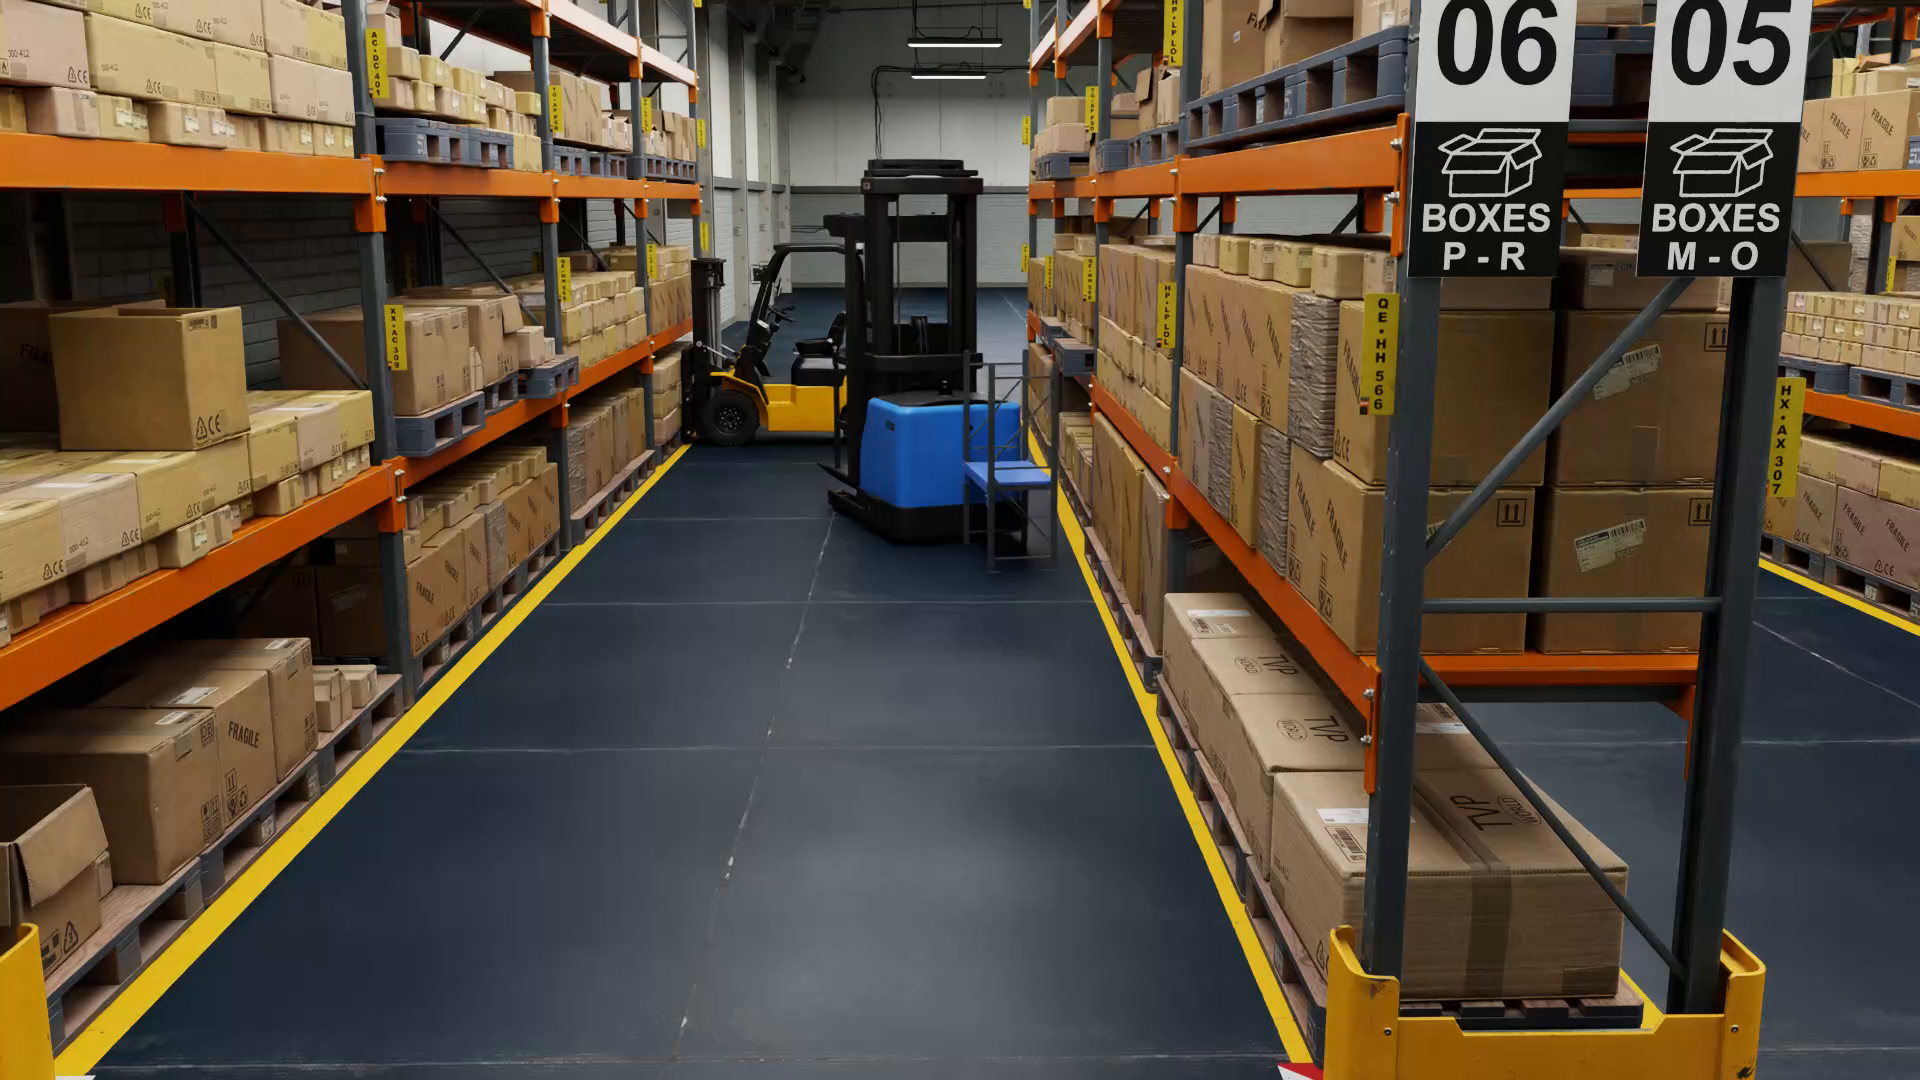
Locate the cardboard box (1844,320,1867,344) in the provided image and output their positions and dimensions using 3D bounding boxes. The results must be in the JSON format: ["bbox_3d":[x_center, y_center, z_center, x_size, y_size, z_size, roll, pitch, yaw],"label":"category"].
[{"bbox_3d":[6.283,-1.418,11.330,0.380,0.149,0.250,0,11,-1],"label":"cardboard box"}]

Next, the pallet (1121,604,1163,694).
[{"bbox_3d":[1.496,0.606,9.541,1.003,0.211,1.213,0,11,-1],"label":"pallet"}]

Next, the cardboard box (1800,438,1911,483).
[{"bbox_3d":[6.234,-0.553,11.583,0.500,0.250,0.500,0,11,-2],"label":"cardboard box"}]

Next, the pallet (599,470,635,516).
[{"bbox_3d":[-3.458,-0.421,14.602,1.003,0.211,1.213,0,11,-1],"label":"pallet"}]

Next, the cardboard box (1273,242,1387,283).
[{"bbox_3d":[1.394,-1.046,6.271,0.380,0.149,0.250,0,11,1],"label":"cardboard box"}]

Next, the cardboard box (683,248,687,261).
[{"bbox_3d":[-3.290,-3.212,18.717,0.380,0.149,0.250,0,11,0],"label":"cardboard box"}]

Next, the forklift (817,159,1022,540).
[{"bbox_3d":[-0.496,-1.687,14.005,1.130,2.935,3.031,-4,12,-20],"label":"forklift"}]

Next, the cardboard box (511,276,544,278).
[{"bbox_3d":[-3.785,-2.269,14.818,0.380,0.149,0.250,0,11,-1],"label":"cardboard box"}]

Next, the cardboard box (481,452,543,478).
[{"bbox_3d":[-3.158,-0.529,11.721,0.380,0.149,0.250,-1,11,-4],"label":"cardboard box"}]

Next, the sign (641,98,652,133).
[{"bbox_3d":[-2.998,-4.059,15.884,0.100,0.325,0.005,0,11,-1],"label":"sign"}]

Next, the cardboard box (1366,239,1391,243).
[{"bbox_3d":[1.875,-1.150,6.787,0.380,0.149,0.250,0,11,-2],"label":"cardboard box"}]

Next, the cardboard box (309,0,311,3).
[{"bbox_3d":[-3.489,-2.650,8.566,0.396,0.266,0.258,0,11,-1],"label":"cardboard box"}]

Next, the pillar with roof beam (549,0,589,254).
[{"bbox_3d":[-0.206,-5.788,18.954,9.100,9.000,0.400,0,11,-1],"label":"pillar with roof beam"}]

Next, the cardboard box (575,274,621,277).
[{"bbox_3d":[-3.336,-2.377,15.346,0.380,0.149,0.250,0,11,-1],"label":"cardboard box"}]

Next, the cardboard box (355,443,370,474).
[{"bbox_3d":[-3.116,-0.401,8.123,0.380,0.149,0.250,0,11,0],"label":"cardboard box"}]

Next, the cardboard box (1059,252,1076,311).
[{"bbox_3d":[1.152,-2.306,14.826,0.500,0.500,0.500,0,11,-1],"label":"cardboard box"}]

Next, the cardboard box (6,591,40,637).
[{"bbox_3d":[-3.077,0.215,5.087,0.380,0.149,0.250,0,11,0],"label":"cardboard box"}]

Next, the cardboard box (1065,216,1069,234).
[{"bbox_3d":[1.571,-3.476,19.136,0.700,0.500,0.500,0,11,-1],"label":"cardboard box"}]

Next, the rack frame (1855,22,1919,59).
[{"bbox_3d":[11.247,-5.974,19.872,1.000,3.000,0.127,0,11,-1],"label":"rack frame"}]

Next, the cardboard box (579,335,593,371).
[{"bbox_3d":[-3.228,-1.497,13.272,0.500,0.250,0.500,0,11,-2],"label":"cardboard box"}]

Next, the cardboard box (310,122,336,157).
[{"bbox_3d":[-3.071,-1.814,7.546,0.380,0.149,0.250,0,11,-1],"label":"cardboard box"}]

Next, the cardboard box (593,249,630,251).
[{"bbox_3d":[-3.827,-3.109,18.210,0.380,0.149,0.250,0,11,-1],"label":"cardboard box"}]

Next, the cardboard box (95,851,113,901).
[{"bbox_3d":[-3.181,1.193,5.746,0.380,0.149,0.250,-1,11,-3],"label":"cardboard box"}]

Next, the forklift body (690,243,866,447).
[{"bbox_3d":[-1.760,-2.186,18.427,2.313,2.155,1.214,0,11,-1],"label":"forklift body"}]

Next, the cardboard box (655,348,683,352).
[{"bbox_3d":[-3.265,-2.028,18.856,0.500,0.250,0.500,0,11,0],"label":"cardboard box"}]

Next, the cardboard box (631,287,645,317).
[{"bbox_3d":[-3.275,-2.252,15.733,0.500,0.250,0.500,0,11,-2],"label":"cardboard box"}]

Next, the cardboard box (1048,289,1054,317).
[{"bbox_3d":[1.164,-2.480,16.739,0.500,0.500,0.500,-1,11,-3],"label":"cardboard box"}]

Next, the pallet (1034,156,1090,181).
[{"bbox_3d":[1.328,-3.453,15.462,1.213,0.211,1.003,0,11,-1],"label":"pallet"}]

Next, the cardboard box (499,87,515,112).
[{"bbox_3d":[-3.199,-2.947,11.122,0.380,0.149,0.250,-1,11,-3],"label":"cardboard box"}]

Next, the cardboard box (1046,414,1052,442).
[{"bbox_3d":[1.141,-1.173,17.154,0.500,0.250,0.500,0,11,1],"label":"cardboard box"}]

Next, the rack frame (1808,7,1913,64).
[{"bbox_3d":[6.451,-4.383,12.032,1.000,3.000,0.127,0,11,-1],"label":"rack frame"}]

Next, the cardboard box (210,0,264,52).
[{"bbox_3d":[-3.103,-2.073,6.559,0.500,0.250,0.500,0,11,0],"label":"cardboard box"}]

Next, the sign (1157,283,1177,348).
[{"bbox_3d":[1.045,-1.132,8.382,0.100,0.325,0.005,0,11,-1],"label":"sign"}]

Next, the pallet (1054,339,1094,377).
[{"bbox_3d":[1.383,-1.450,13.144,1.213,0.211,1.003,0,11,-1],"label":"pallet"}]

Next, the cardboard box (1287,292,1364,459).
[{"bbox_3d":[1.382,-0.550,5.460,0.500,0.500,0.500,0,11,-1],"label":"cardboard box"}]

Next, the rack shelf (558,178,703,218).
[{"bbox_3d":[-3.582,-3.692,17.977,1.077,0.370,4.000,0,11,-1],"label":"rack shelf"}]

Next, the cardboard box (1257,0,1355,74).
[{"bbox_3d":[1.647,-2.115,6.829,0.797,0.503,0.637,1,11,3],"label":"cardboard box"}]

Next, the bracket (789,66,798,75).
[{"bbox_3d":[-4.767,-13.416,47.504,0.235,0.232,0.430,0,11,-1],"label":"bracket"}]

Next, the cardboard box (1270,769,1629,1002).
[{"bbox_3d":[1.556,1.107,5.448,0.875,0.438,0.875,-1,11,-3],"label":"cardboard box"}]

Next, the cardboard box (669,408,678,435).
[{"bbox_3d":[-3.246,-1.233,17.454,0.500,0.250,0.500,0,11,-2],"label":"cardboard box"}]

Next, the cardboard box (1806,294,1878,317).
[{"bbox_3d":[6.275,-1.671,11.832,0.380,0.149,0.250,-1,11,-3],"label":"cardboard box"}]

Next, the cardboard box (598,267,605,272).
[{"bbox_3d":[-3.841,-2.709,16.983,0.380,0.149,0.250,0,11,0],"label":"cardboard box"}]

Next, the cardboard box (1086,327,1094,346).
[{"bbox_3d":[1.185,-1.603,12.990,0.380,0.149,0.250,0,11,0],"label":"cardboard box"}]

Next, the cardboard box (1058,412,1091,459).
[{"bbox_3d":[1.435,-1.012,16.054,0.950,0.372,0.625,0,11,0],"label":"cardboard box"}]

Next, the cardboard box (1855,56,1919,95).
[{"bbox_3d":[6.239,-3.103,11.088,0.396,0.266,0.258,0,11,-1],"label":"cardboard box"}]

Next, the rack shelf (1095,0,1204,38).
[{"bbox_3d":[1.546,-3.397,9.984,1.077,0.370,4.000,0,11,-1],"label":"rack shelf"}]

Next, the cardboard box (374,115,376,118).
[{"bbox_3d":[-3.528,-2.454,9.392,0.380,0.149,0.250,-1,11,-3],"label":"cardboard box"}]

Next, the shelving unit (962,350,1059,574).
[{"bbox_3d":[0.361,-0.605,12.269,0.538,1.500,1.048,-2,12,-9],"label":"shelving unit"}]

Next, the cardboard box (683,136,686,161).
[{"bbox_3d":[-3.297,-4.417,18.772,0.396,0.266,0.258,0,11,-1],"label":"cardboard box"}]

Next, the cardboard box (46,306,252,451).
[{"bbox_3d":[-3.064,-0.621,6.317,0.500,0.500,0.500,0,11,0],"label":"cardboard box"}]

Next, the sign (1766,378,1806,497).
[{"bbox_3d":[2.225,-0.277,4.502,0.100,0.325,0.005,0,11,-1],"label":"sign"}]

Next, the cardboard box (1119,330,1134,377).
[{"bbox_3d":[1.273,-1.170,10.400,0.500,0.250,0.500,0,11,0],"label":"cardboard box"}]
